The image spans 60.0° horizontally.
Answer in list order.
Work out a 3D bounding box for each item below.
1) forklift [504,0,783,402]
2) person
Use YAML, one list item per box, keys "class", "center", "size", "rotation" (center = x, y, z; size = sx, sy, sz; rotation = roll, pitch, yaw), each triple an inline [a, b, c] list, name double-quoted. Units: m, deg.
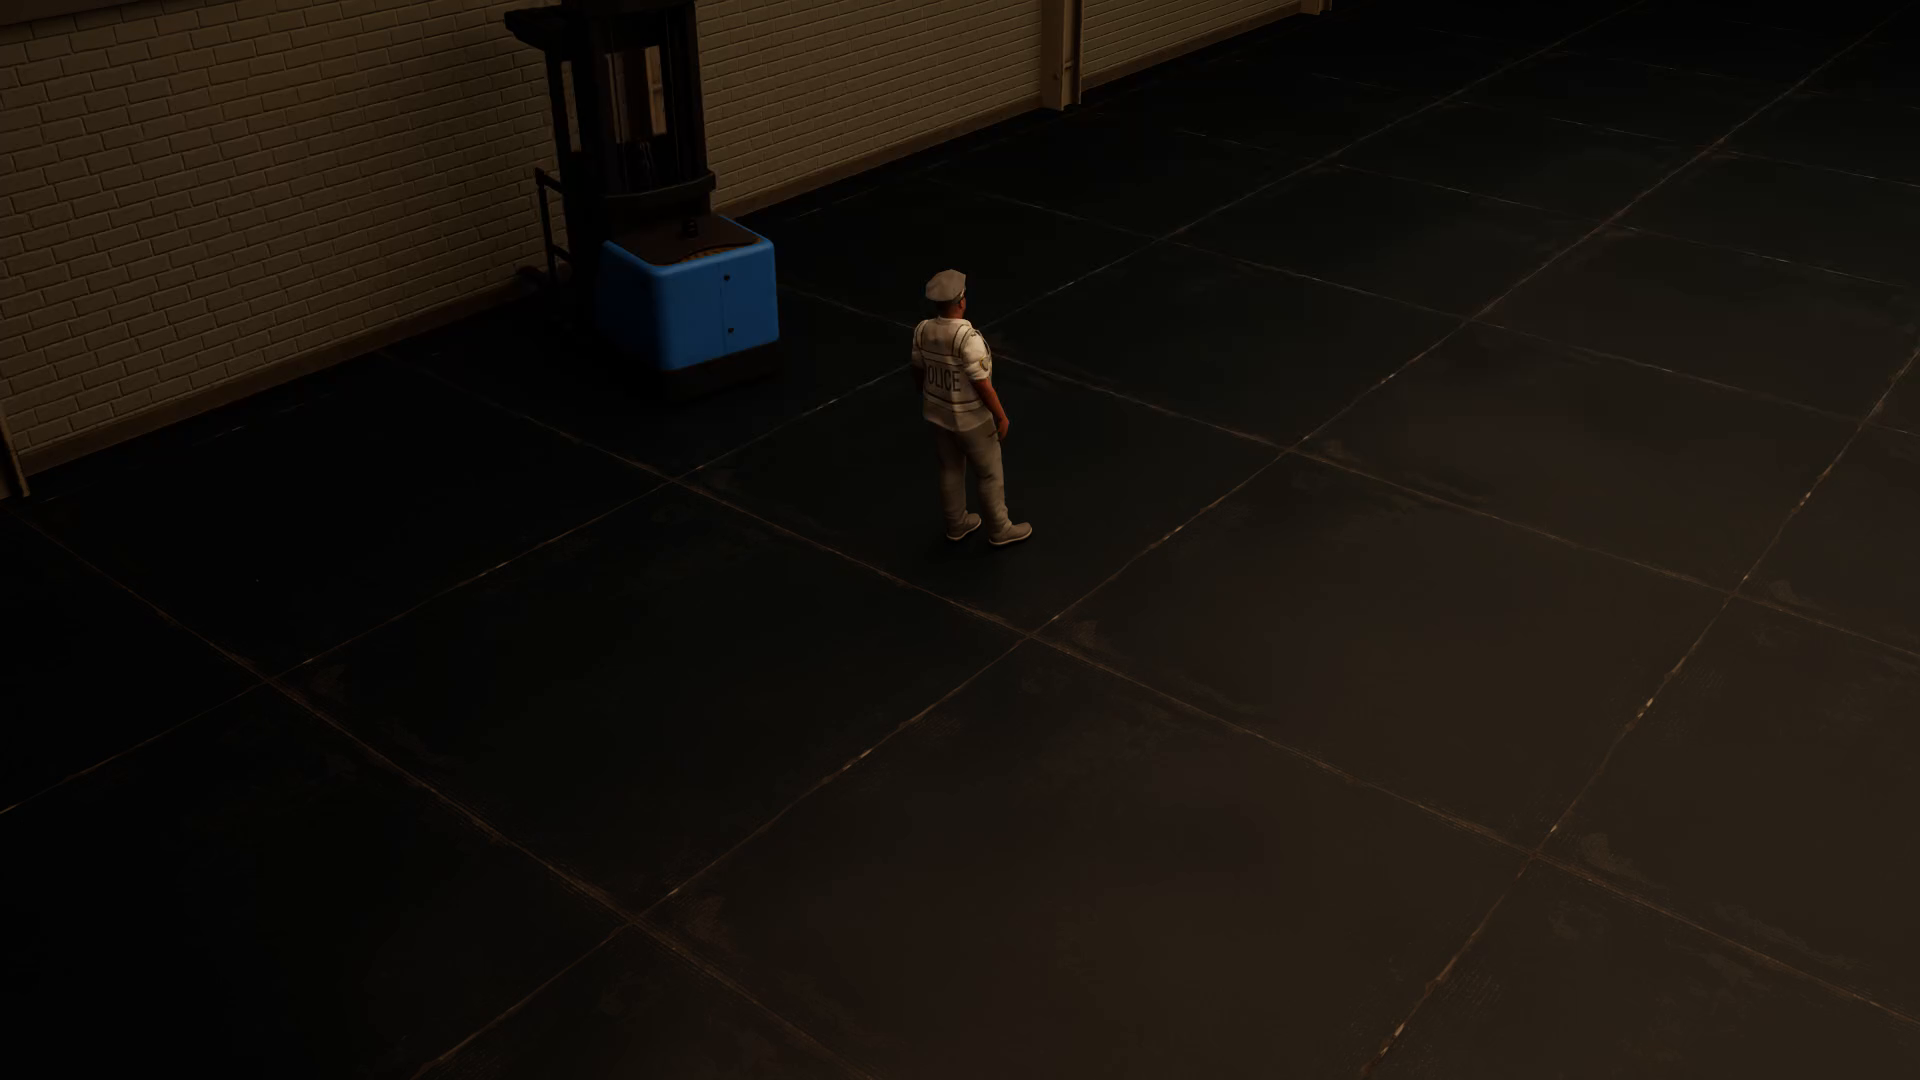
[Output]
- class: "forklift"
  center: [-2.639, -2.952, 12.646]
  size: [1.130, 2.935, 3.031]
  rotation: [-21, 36, -32]
- class: "person"
  center: [0.058, -0.803, 10.093]
  size: [0.641, 1.780, 0.574]
  rotation: [22, 37, 33]
